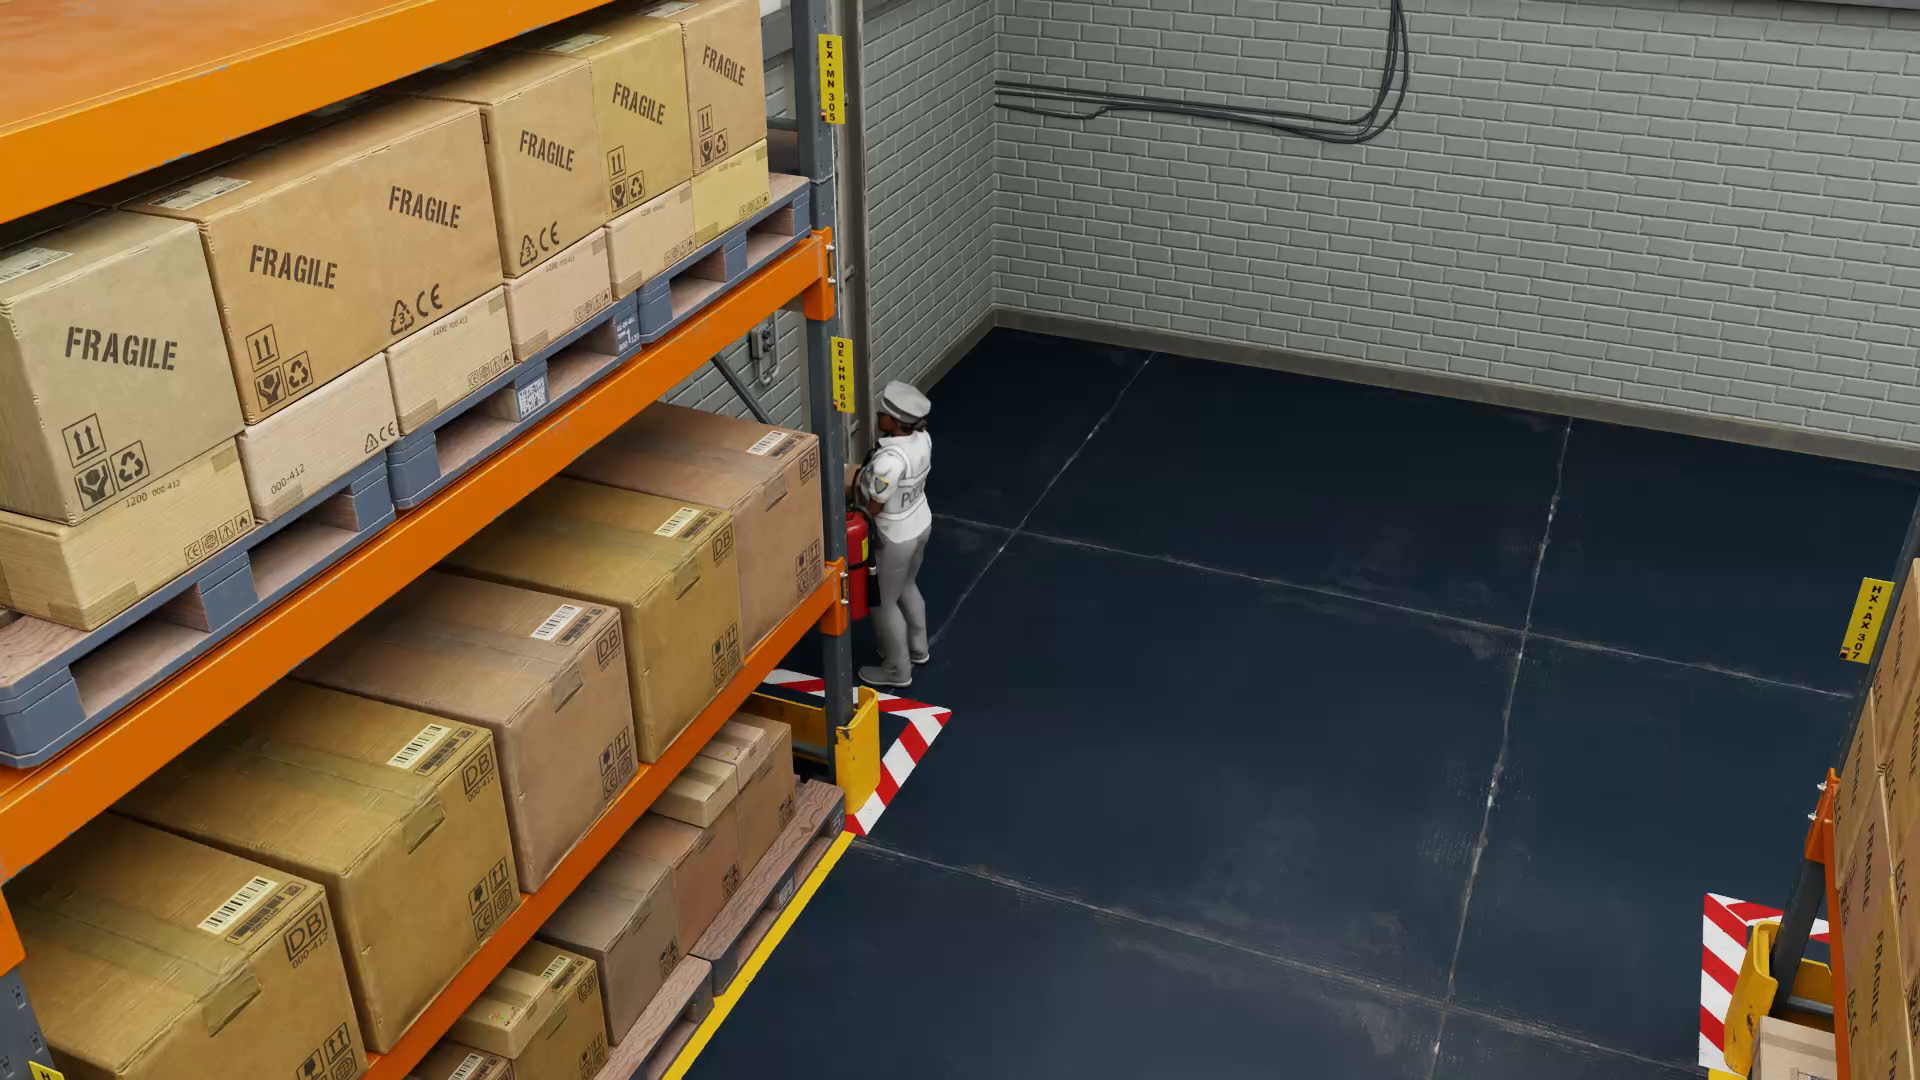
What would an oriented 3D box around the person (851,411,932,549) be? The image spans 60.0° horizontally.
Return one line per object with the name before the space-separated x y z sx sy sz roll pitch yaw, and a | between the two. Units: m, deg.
person | -0.399 -0.404 8.251 0.517 0.791 0.450 12 32 20
